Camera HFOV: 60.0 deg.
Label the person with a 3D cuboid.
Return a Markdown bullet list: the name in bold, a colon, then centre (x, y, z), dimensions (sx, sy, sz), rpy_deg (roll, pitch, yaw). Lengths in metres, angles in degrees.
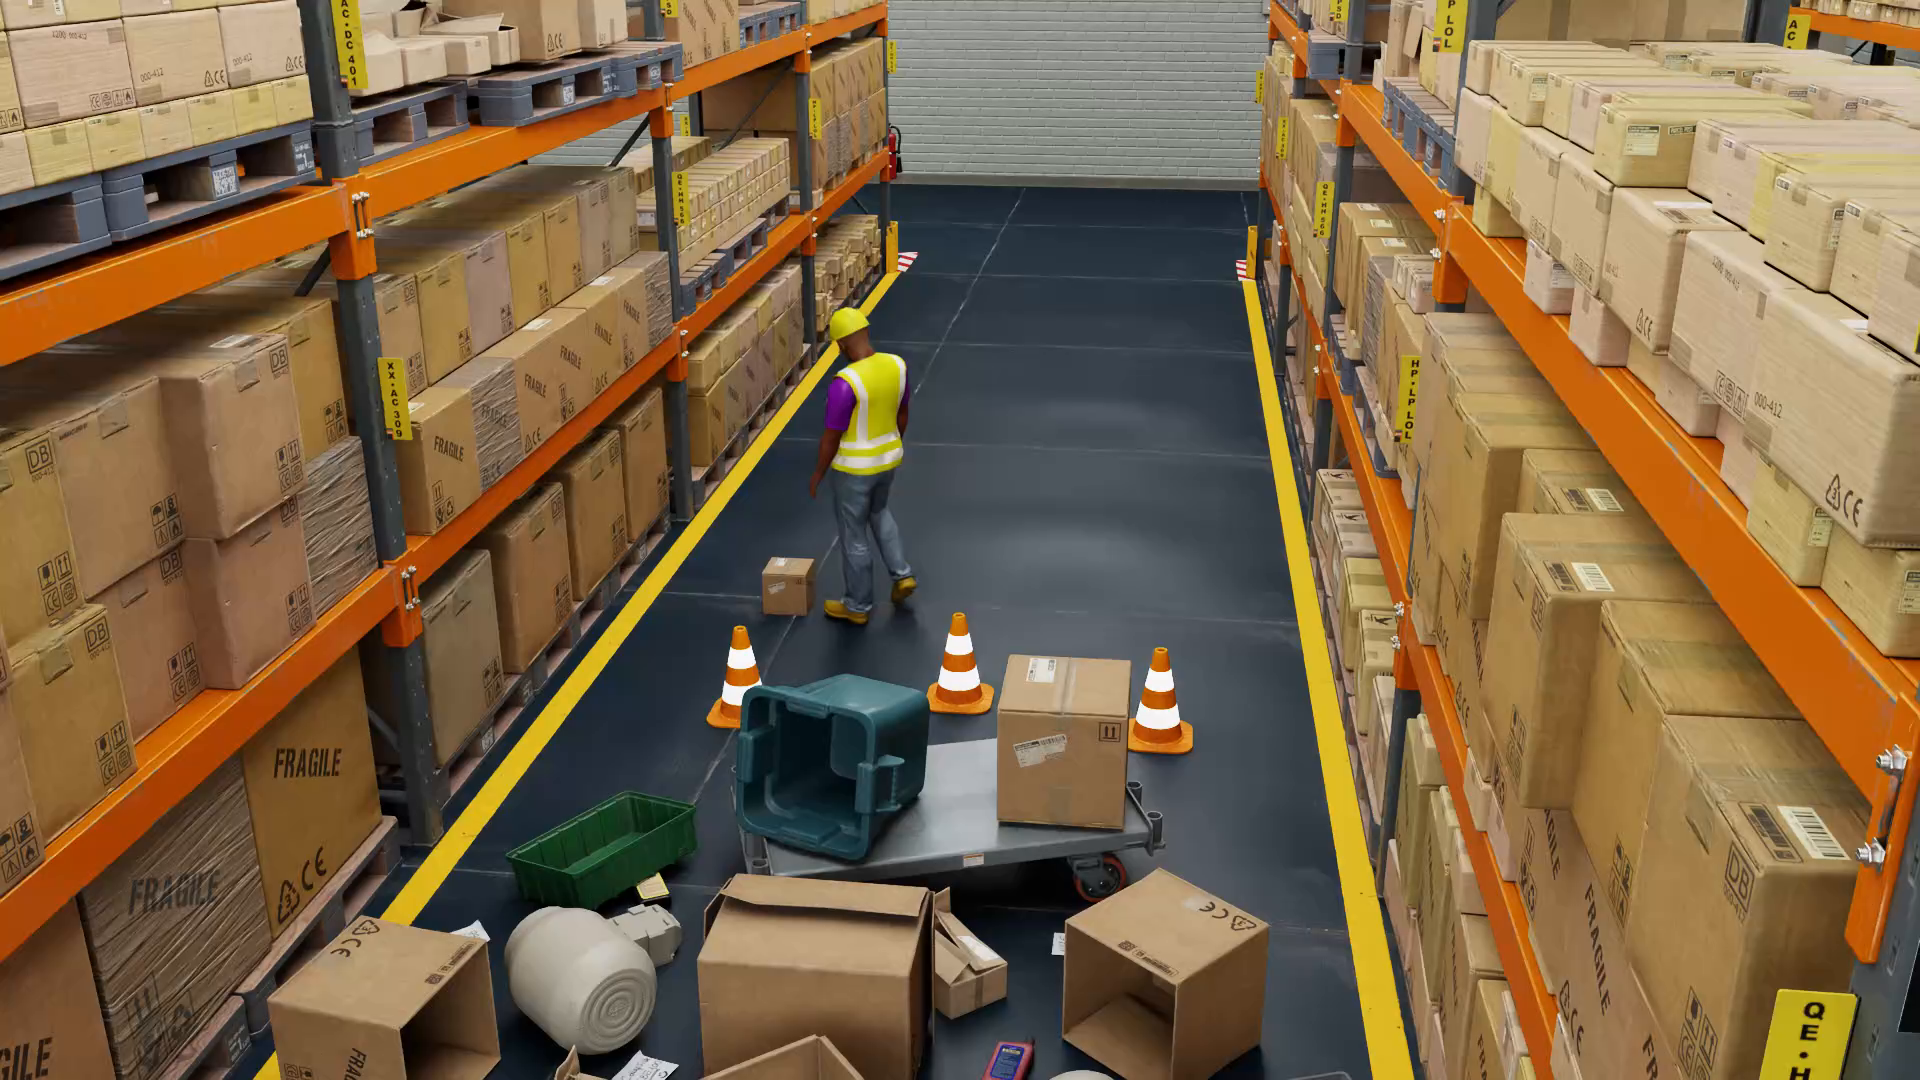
- **person**: centre (-0.532, -0.403, 9.079), dimensions (0.415, 1.784, 0.633), rpy_deg (16, 26, 36)
